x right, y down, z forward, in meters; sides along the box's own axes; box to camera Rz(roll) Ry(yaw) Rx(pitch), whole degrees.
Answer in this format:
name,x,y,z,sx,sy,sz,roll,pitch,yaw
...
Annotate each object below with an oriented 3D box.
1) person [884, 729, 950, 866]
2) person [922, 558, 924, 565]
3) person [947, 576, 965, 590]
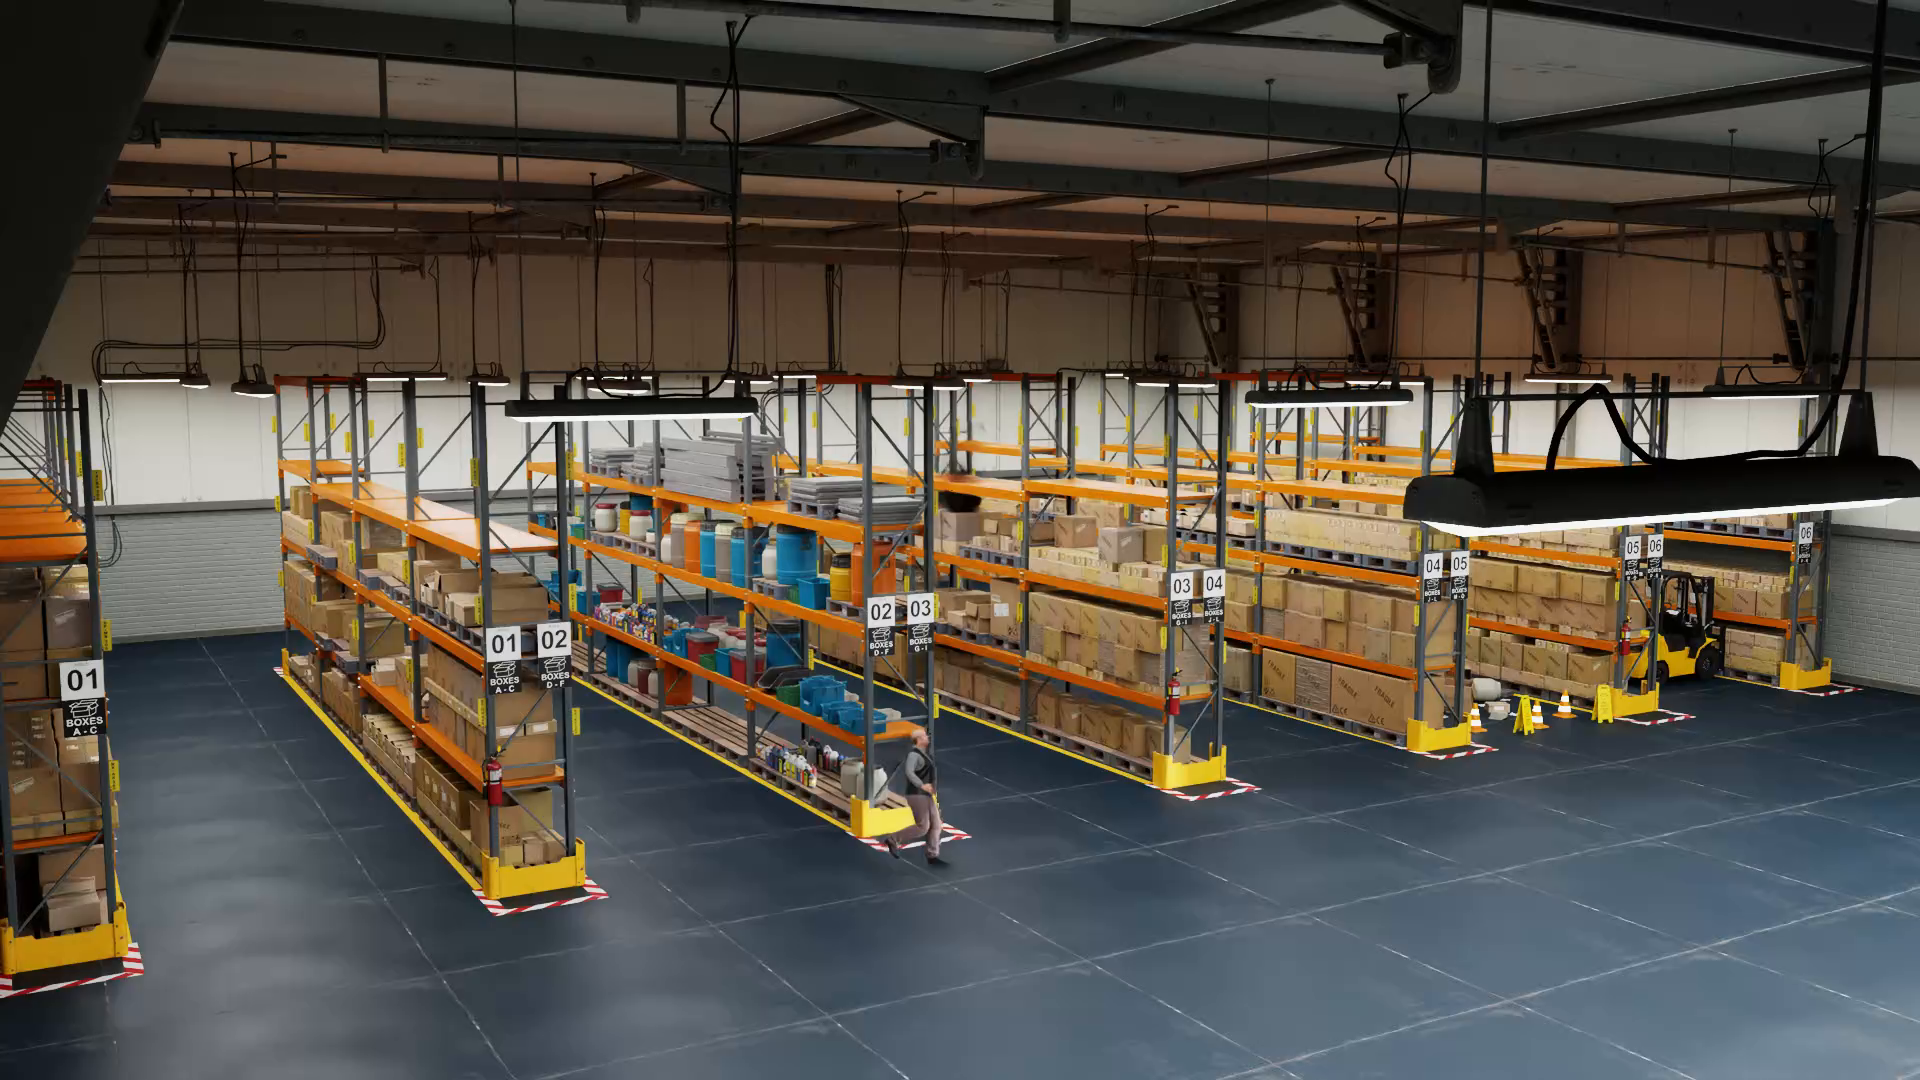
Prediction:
name,x,y,z,sx,sy,sz,roll,pitch,yaw
person,-0.482,3.213,20.940,0.805,1.671,0.713,1,6,10
person,-0.790,0.874,42.094,0.570,1.725,0.701,-4,8,-34
person,-0.174,0.842,42.368,1.150,1.663,0.742,2,7,16
